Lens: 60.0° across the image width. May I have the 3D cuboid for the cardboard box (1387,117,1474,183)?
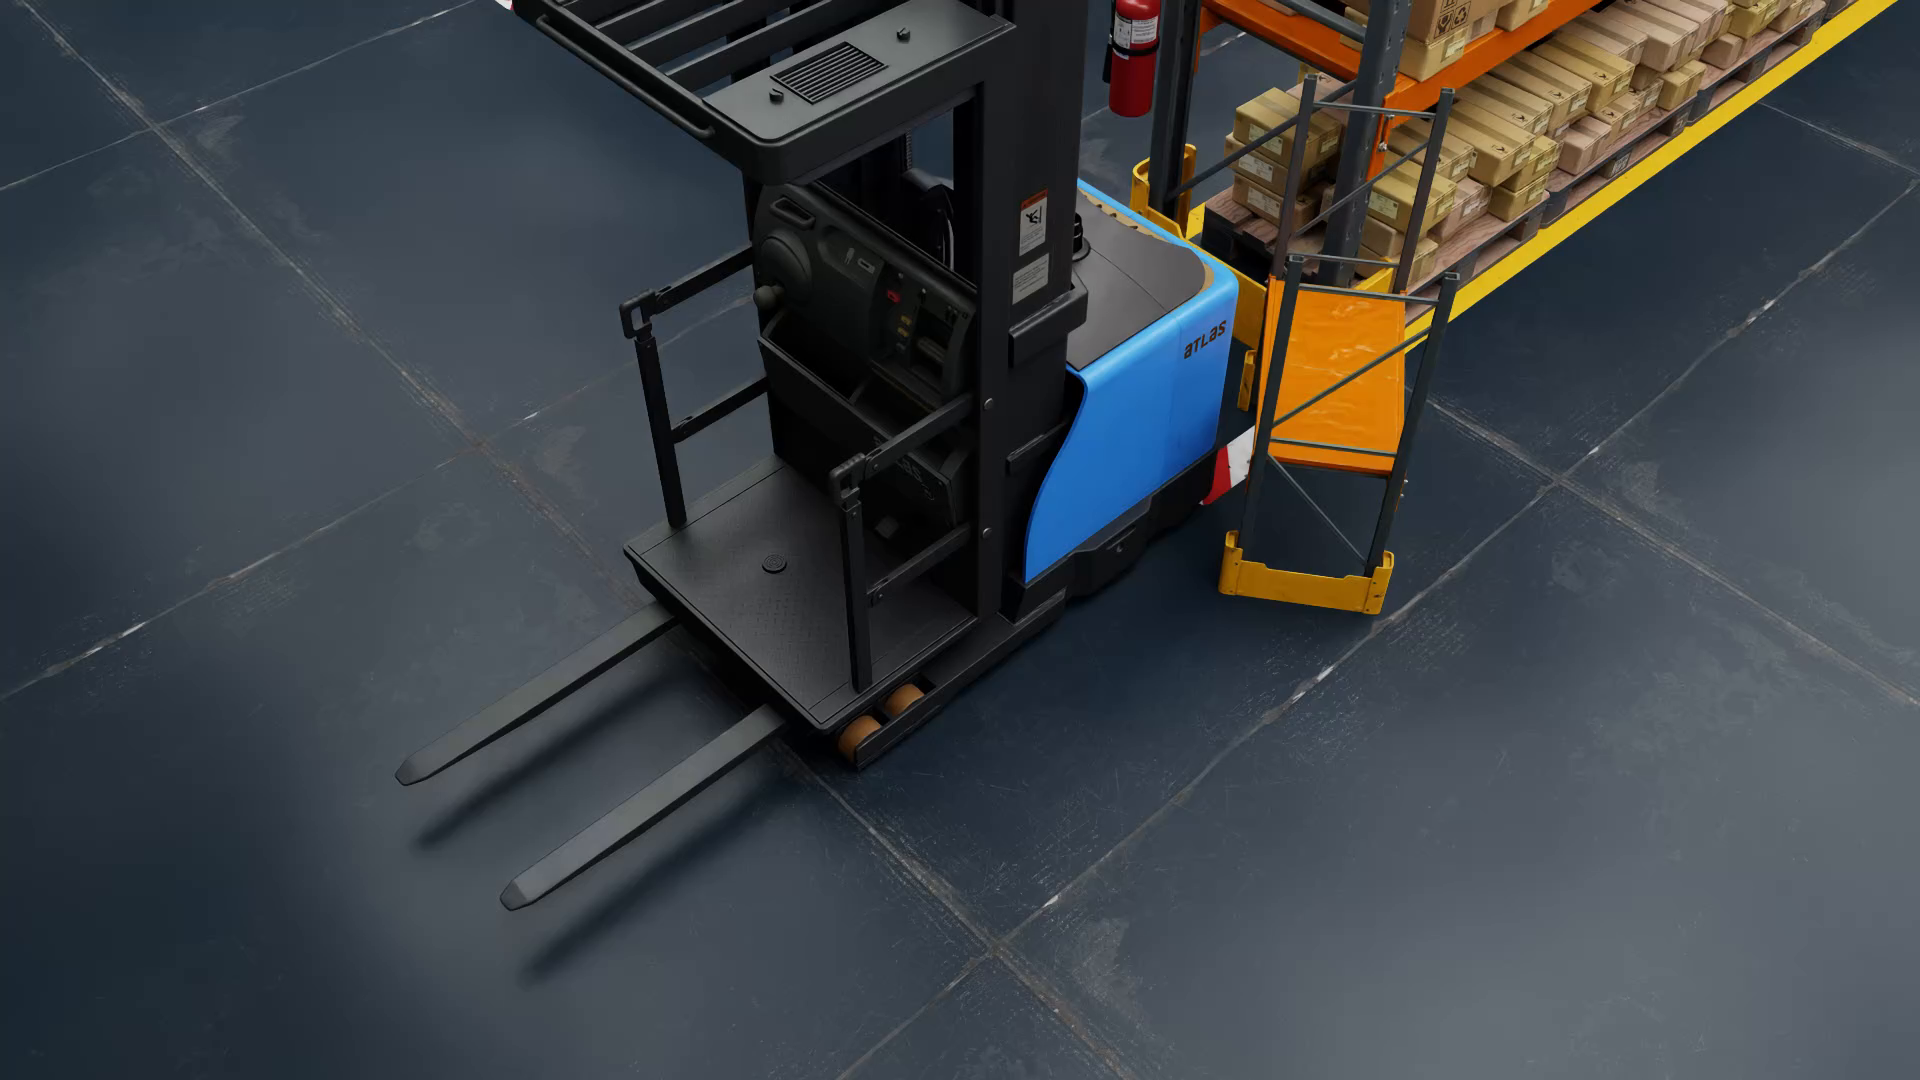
[{"bbox_3d":[1.906,-1.617,6.950,0.250,0.149,0.380,-33,55,-27],"label":"cardboard box"}]

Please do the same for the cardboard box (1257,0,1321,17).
[{"bbox_3d":[1.217,-2.193,6.403,0.250,0.149,0.380,-34,56,-27],"label":"cardboard box"}]

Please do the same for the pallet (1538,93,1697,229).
[{"bbox_3d":[2.750,-2.038,7.986,1.213,0.211,1.003,-34,56,-27],"label":"pallet"}]

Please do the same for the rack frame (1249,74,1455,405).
[{"bbox_3d":[1.422,-1.040,6.189,0.500,1.500,0.032,8,48,7],"label":"rack frame"}]

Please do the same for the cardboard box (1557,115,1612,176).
[{"bbox_3d":[2.717,-1.845,7.565,0.380,0.149,0.250,36,57,29],"label":"cardboard box"}]

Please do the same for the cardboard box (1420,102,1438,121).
[{"bbox_3d":[2.016,-1.991,7.497,0.250,0.149,0.380,-34,56,-28],"label":"cardboard box"}]

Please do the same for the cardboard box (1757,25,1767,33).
[{"bbox_3d":[3.816,-2.654,8.312,0.250,0.149,0.380,-32,55,-26],"label":"cardboard box"}]

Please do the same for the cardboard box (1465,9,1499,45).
[{"bbox_3d":[1.787,-2.008,6.233,0.250,0.149,0.380,-32,55,-26],"label":"cardboard box"}]

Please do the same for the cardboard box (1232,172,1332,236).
[{"bbox_3d":[1.415,-1.512,7.259,0.250,0.149,0.380,-33,55,-27],"label":"cardboard box"}]

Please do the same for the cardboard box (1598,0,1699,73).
[{"bbox_3d":[3.122,-2.316,7.595,0.250,0.149,0.380,-36,57,-28],"label":"cardboard box"}]

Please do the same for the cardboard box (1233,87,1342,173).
[{"bbox_3d":[1.387,-1.740,7.064,0.250,0.149,0.380,-33,55,-27],"label":"cardboard box"}]

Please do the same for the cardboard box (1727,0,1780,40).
[{"bbox_3d":[3.728,-2.606,8.065,0.250,0.149,0.380,-36,57,-28],"label":"cardboard box"}]

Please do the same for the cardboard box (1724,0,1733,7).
[{"bbox_3d":[3.451,-2.640,7.894,0.250,0.149,0.380,-32,55,-26],"label":"cardboard box"}]

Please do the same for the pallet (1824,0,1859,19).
[{"bbox_3d":[4.701,-3.381,9.226,1.213,0.211,1.003,-34,56,-27],"label":"pallet"}]

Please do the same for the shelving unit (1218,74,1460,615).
[{"bbox_3d":[1.327,-0.666,5.844,0.587,1.500,1.083,8,48,7],"label":"shelving unit"}]

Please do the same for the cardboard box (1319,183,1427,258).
[{"bbox_3d":[1.727,-1.359,6.915,0.250,0.149,0.380,-32,55,-26],"label":"cardboard box"}]

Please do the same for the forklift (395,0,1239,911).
[{"bbox_3d":[-0.457,-0.680,4.884,3.031,2.935,1.130,-34,56,-28],"label":"forklift"}]

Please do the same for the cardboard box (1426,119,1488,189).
[{"bbox_3d":[2.089,-1.633,7.167,0.250,0.149,0.380,-33,55,-27],"label":"cardboard box"}]

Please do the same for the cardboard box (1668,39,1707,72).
[{"bbox_3d":[3.301,-2.399,7.874,0.250,0.149,0.380,-32,55,-26],"label":"cardboard box"}]

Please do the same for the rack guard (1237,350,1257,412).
[{"bbox_3d":[1.419,-0.602,6.635,0.587,0.250,0.087,8,48,7],"label":"rack guard"}]

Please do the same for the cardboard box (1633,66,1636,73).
[{"bbox_3d":[2.863,-2.168,7.661,0.250,0.149,0.380,-31,55,-26],"label":"cardboard box"}]

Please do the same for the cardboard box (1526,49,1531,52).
[{"bbox_3d":[2.565,-2.276,7.963,0.250,0.149,0.380,-32,55,-26],"label":"cardboard box"}]

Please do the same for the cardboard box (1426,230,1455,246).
[{"bbox_3d":[1.908,-1.398,7.153,0.250,0.149,0.380,-34,56,-27],"label":"cardboard box"}]

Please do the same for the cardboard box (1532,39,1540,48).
[{"bbox_3d":[2.709,-2.553,8.016,0.250,0.149,0.380,-34,56,-27],"label":"cardboard box"}]

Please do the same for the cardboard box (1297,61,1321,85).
[{"bbox_3d":[1.718,-2.030,7.331,0.250,0.149,0.380,-35,56,-28],"label":"cardboard box"}]

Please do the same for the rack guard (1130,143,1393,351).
[{"bbox_3d":[1.223,-1.153,6.974,0.348,0.500,1.175,-34,56,-27],"label":"rack guard"}]

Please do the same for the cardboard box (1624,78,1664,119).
[{"bbox_3d":[3.061,-2.133,7.831,0.250,0.149,0.380,-33,55,-27],"label":"cardboard box"}]

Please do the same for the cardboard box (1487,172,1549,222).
[{"bbox_3d":[2.350,-1.591,7.331,0.250,0.149,0.380,-33,55,-27],"label":"cardboard box"}]

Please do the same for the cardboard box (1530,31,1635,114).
[{"bbox_3d":[2.743,-2.076,7.374,0.250,0.149,0.380,-33,55,-27],"label":"cardboard box"}]

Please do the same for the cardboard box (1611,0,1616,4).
[{"bbox_3d":[3.158,-2.766,8.213,0.380,0.149,0.250,36,57,29],"label":"cardboard box"}]

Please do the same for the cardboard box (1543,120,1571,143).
[{"bbox_3d":[2.484,-1.884,7.399,0.380,0.149,0.250,36,57,29],"label":"cardboard box"}]

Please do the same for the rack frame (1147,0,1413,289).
[{"bbox_3d":[1.166,-1.963,6.020,0.127,3.000,1.000,-34,56,-27],"label":"rack frame"}]

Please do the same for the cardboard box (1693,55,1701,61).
[{"bbox_3d":[3.388,-2.424,8.100,0.250,0.149,0.380,-35,56,-28],"label":"cardboard box"}]

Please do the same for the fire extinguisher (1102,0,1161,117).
[{"bbox_3d":[0.669,-1.937,6.302,0.183,0.674,0.296,-34,56,-27],"label":"fire extinguisher"}]

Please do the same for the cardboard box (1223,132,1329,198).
[{"bbox_3d":[1.365,-1.656,7.188,0.250,0.149,0.380,-35,56,-28],"label":"cardboard box"}]

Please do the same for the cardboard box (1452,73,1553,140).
[{"bbox_3d":[2.306,-1.839,7.155,0.380,0.149,0.250,36,57,29],"label":"cardboard box"}]
